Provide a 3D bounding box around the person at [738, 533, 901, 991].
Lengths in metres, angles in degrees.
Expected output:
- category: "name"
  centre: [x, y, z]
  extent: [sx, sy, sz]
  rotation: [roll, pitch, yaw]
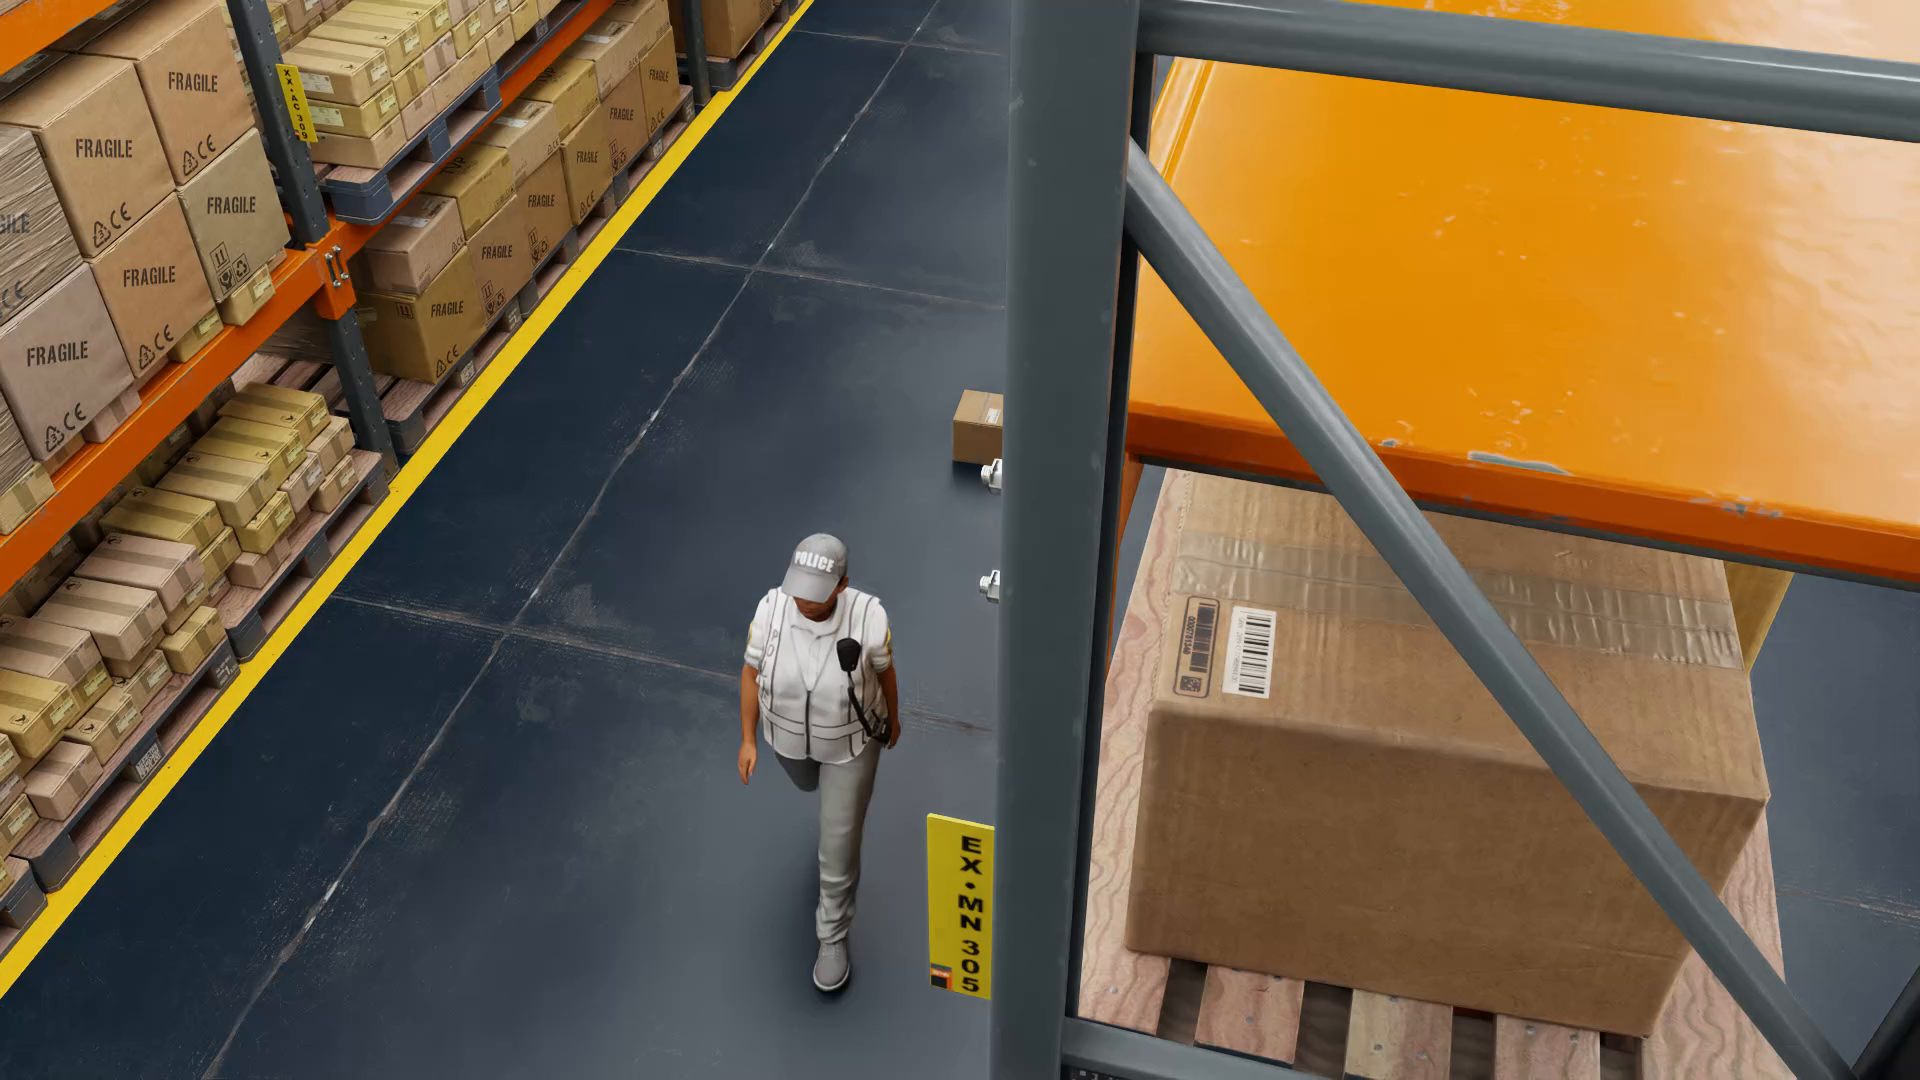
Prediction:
- category: "person"
  centre: [-0.476, 0.635, 5.595]
  extent: [0.497, 1.613, 0.989]
  rotation: [8, 42, 9]
